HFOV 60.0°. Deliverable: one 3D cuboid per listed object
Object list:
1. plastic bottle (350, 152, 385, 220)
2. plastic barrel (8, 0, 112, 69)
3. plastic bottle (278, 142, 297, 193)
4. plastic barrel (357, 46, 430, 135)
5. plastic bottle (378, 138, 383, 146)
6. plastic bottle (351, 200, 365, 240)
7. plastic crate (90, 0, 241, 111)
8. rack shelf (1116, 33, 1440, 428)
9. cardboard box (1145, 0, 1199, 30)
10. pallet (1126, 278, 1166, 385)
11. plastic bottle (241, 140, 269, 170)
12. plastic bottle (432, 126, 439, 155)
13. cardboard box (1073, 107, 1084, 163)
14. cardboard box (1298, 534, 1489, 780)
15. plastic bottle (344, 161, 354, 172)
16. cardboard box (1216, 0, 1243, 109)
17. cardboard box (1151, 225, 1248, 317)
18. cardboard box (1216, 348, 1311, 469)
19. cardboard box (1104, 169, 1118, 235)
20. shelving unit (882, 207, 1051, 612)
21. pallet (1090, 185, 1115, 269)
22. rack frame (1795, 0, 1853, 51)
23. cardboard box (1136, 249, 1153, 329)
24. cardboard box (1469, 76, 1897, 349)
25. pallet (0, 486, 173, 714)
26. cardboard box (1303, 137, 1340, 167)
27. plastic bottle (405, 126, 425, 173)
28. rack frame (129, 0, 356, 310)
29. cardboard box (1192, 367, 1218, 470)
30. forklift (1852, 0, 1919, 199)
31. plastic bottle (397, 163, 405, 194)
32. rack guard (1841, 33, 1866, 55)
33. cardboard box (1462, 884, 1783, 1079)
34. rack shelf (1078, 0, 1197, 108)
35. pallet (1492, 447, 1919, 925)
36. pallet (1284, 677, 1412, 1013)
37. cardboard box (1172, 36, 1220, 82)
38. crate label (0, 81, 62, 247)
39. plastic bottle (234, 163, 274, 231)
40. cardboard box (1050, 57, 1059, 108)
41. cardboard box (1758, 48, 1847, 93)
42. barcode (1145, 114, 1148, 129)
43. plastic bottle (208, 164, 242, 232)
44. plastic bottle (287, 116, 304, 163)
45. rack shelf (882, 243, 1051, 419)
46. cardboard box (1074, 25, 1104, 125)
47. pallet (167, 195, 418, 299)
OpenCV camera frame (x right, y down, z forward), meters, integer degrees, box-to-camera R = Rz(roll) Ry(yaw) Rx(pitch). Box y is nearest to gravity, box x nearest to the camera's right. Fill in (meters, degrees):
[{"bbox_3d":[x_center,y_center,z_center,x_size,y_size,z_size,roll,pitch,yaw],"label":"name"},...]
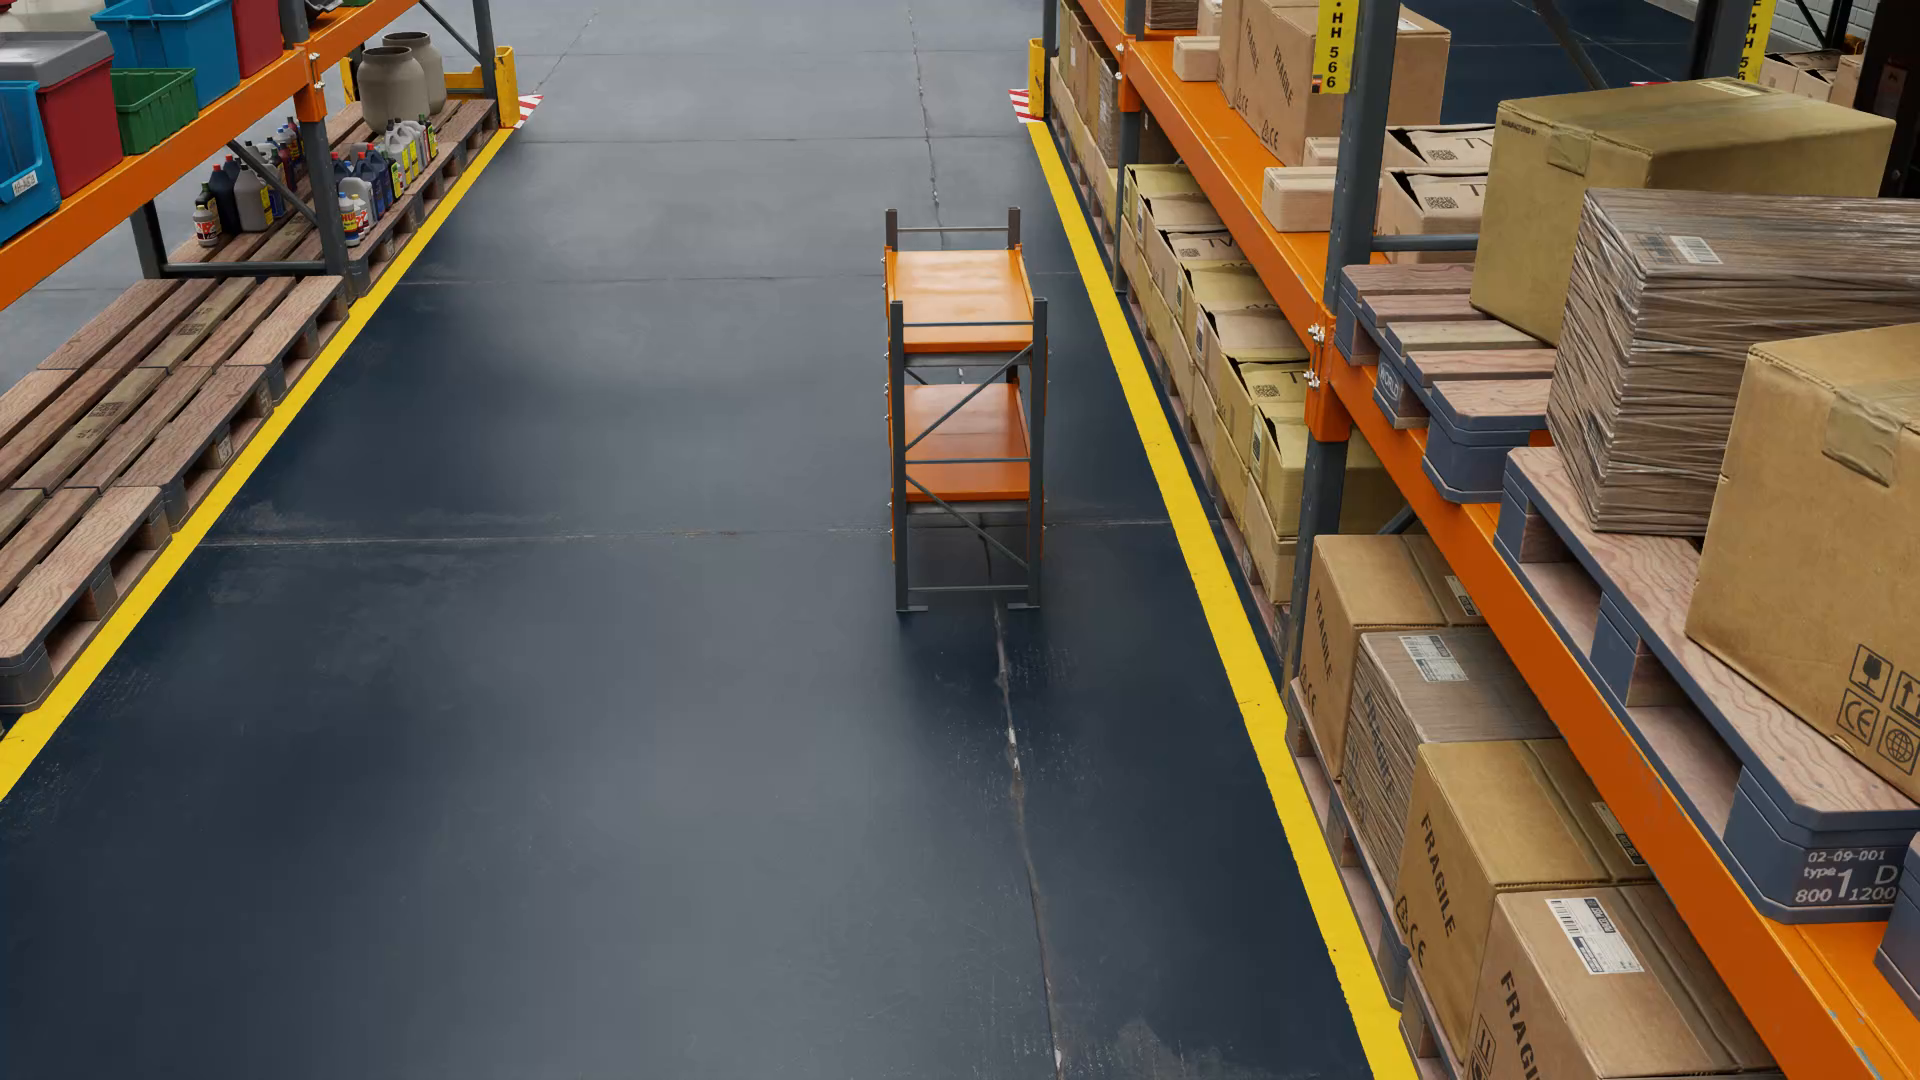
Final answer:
[{"bbox_3d":[-3.263,-1.944,9.123,0.144,0.351,0.185,-1,28,-1],"label":"plastic bottle"},{"bbox_3d":[-3.805,-2.154,6.990,0.433,0.535,0.433,0,28,0],"label":"plastic barrel"},{"bbox_3d":[-3.882,-2.138,9.567,0.061,0.283,0.133,-1,28,-3],"label":"plastic bottle"},{"bbox_3d":[-3.708,-2.938,10.875,0.421,0.512,0.421,0,28,0],"label":"plastic barrel"},{"bbox_3d":[-3.441,-2.312,9.990,0.097,0.201,0.097,0,28,0],"label":"plastic bottle"},{"bbox_3d":[-3.220,-1.700,8.816,0.097,0.201,0.097,0,28,0],"label":"plastic bottle"},{"bbox_3d":[-3.267,-2.032,6.920,0.392,0.384,0.575,-1,28,-3],"label":"plastic crate"},{"bbox_3d":[1.416,-1.416,6.500,1.077,0.370,4.000,-1,28,-3],"label":"rack shelf"},{"bbox_3d":[1.282,-2.908,8.474,0.700,0.500,0.500,-2,28,-4],"label":"cardboard box"},{"bbox_3d":[1.389,-1.083,8.099,1.003,0.211,1.213,-1,28,-3],"label":"pallet"},{"bbox_3d":[-3.984,-2.090,9.402,0.144,0.351,0.185,-2,28,-3],"label":"plastic bottle"},{"bbox_3d":[-3.311,-2.505,10.360,0.097,0.201,0.097,0,28,0],"label":"plastic bottle"},{"bbox_3d":[0.985,-2.527,10.372,0.500,0.250,0.500,-1,28,-3],"label":"cardboard box"},{"bbox_3d":[1.259,0.319,4.623,0.500,0.500,0.500,0,28,0],"label":"cardboard box"},{"bbox_3d":[-3.391,-1.973,9.264,0.097,0.271,0.097,0,28,0],"label":"plastic bottle"},{"bbox_3d":[1.363,-2.105,6.934,0.500,0.500,0.500,1,28,1],"label":"cardboard box"},{"bbox_3d":[1.133,-1.208,7.234,0.500,0.311,0.500,-2,28,-4],"label":"cardboard box"},{"bbox_3d":[1.213,-0.503,5.884,0.500,0.311,0.500,-2,28,-3],"label":"cardboard box"},{"bbox_3d":[1.069,-1.835,9.044,0.500,0.250,0.500,-1,28,-3],"label":"cardboard box"},{"bbox_3d":[0.000,-0.496,5.984,0.538,1.125,1.048,-1,28,-3],"label":"shelving unit"},{"bbox_3d":[1.312,-1.791,9.455,1.003,0.211,1.213,-1,28,-3],"label":"pallet"},{"bbox_3d":[6.049,-4.628,11.879,1.000,3.000,0.127,-1,28,-3],"label":"rack frame"},{"bbox_3d":[1.110,-1.198,7.822,0.500,0.250,0.500,-1,28,-1],"label":"cardboard box"},{"bbox_3d":[1.666,-0.754,3.890,0.700,0.500,0.500,-11,29,-20],"label":"cardboard box"},{"bbox_3d":[-3.428,0.184,5.669,1.003,0.211,1.213,-1,28,-3],"label":"pallet"},{"bbox_3d":[1.397,-1.288,5.747,0.380,0.149,0.250,1,28,1],"label":"cardboard box"},{"bbox_3d":[-3.318,-2.357,9.995,0.152,0.276,0.135,-2,28,-4],"label":"plastic bottle"},{"bbox_3d":[-3.636,-2.541,7.878,1.000,3.000,0.127,-1,28,-3],"label":"rack frame"},{"bbox_3d":[1.195,-0.486,6.458,0.500,0.250,0.500,-1,28,-1],"label":"cardboard box"},{"bbox_3d":[3.902,-1.378,5.722,1.130,2.935,3.031,-5,28,-9],"label":"forklift"},{"bbox_3d":[-3.265,-2.097,9.577,0.097,0.201,0.097,0,28,0],"label":"plastic bottle"},{"bbox_3d":[6.053,-3.484,12.390,1.175,0.500,0.348,-1,28,-3],"label":"rack guard"},{"bbox_3d":[1.345,1.033,3.253,0.500,0.500,0.500,-2,28,-4],"label":"cardboard box"},{"bbox_3d":[1.207,-3.264,10.042,1.077,0.370,4.000,-1,28,-3],"label":"rack shelf"},{"bbox_3d":[1.626,0.171,2.885,1.003,0.211,1.213,-1,28,-3],"label":"pallet"},{"bbox_3d":[1.521,0.770,4.545,1.003,0.211,1.213,-1,28,-3],"label":"pallet"},{"bbox_3d":[1.153,-2.133,7.368,0.380,0.149,0.250,-1,28,-3],"label":"cardboard box"},{"bbox_3d":[-3.208,-1.175,5.221,0.502,0.435,0.616,-1,28,-3],"label":"crate label"},{"bbox_3d":[-3.813,-1.856,8.953,0.144,0.351,0.185,-1,28,-3],"label":"plastic bottle"},{"bbox_3d":[0.908,-3.220,11.700,0.500,0.250,0.500,-1,28,-3],"label":"cardboard box"},{"bbox_3d":[5.995,-3.309,11.782,0.500,0.311,0.500,-4,28,-8],"label":"cardboard box"},{"bbox_3d":[0.909,-2.044,8.114,0.001,0.075,0.075,-1,28,-3],"label":"barcode"},{"bbox_3d":[-3.957,-1.852,8.946,0.144,0.351,0.185,-2,28,-4],"label":"plastic bottle"},{"bbox_3d":[-4.067,-2.429,10.126,0.061,0.283,0.133,-1,28,-2],"label":"plastic bottle"},{"bbox_3d":[0.000,-0.755,5.849,0.538,0.278,1.000,-1,28,-3],"label":"rack shelf"},{"bbox_3d":[0.984,-2.860,10.198,0.500,0.500,0.500,-1,28,-3],"label":"cardboard box"},{"bbox_3d":[-3.629,-1.616,9.120,1.003,0.211,1.213,-1,28,-3],"label":"pallet"}]
